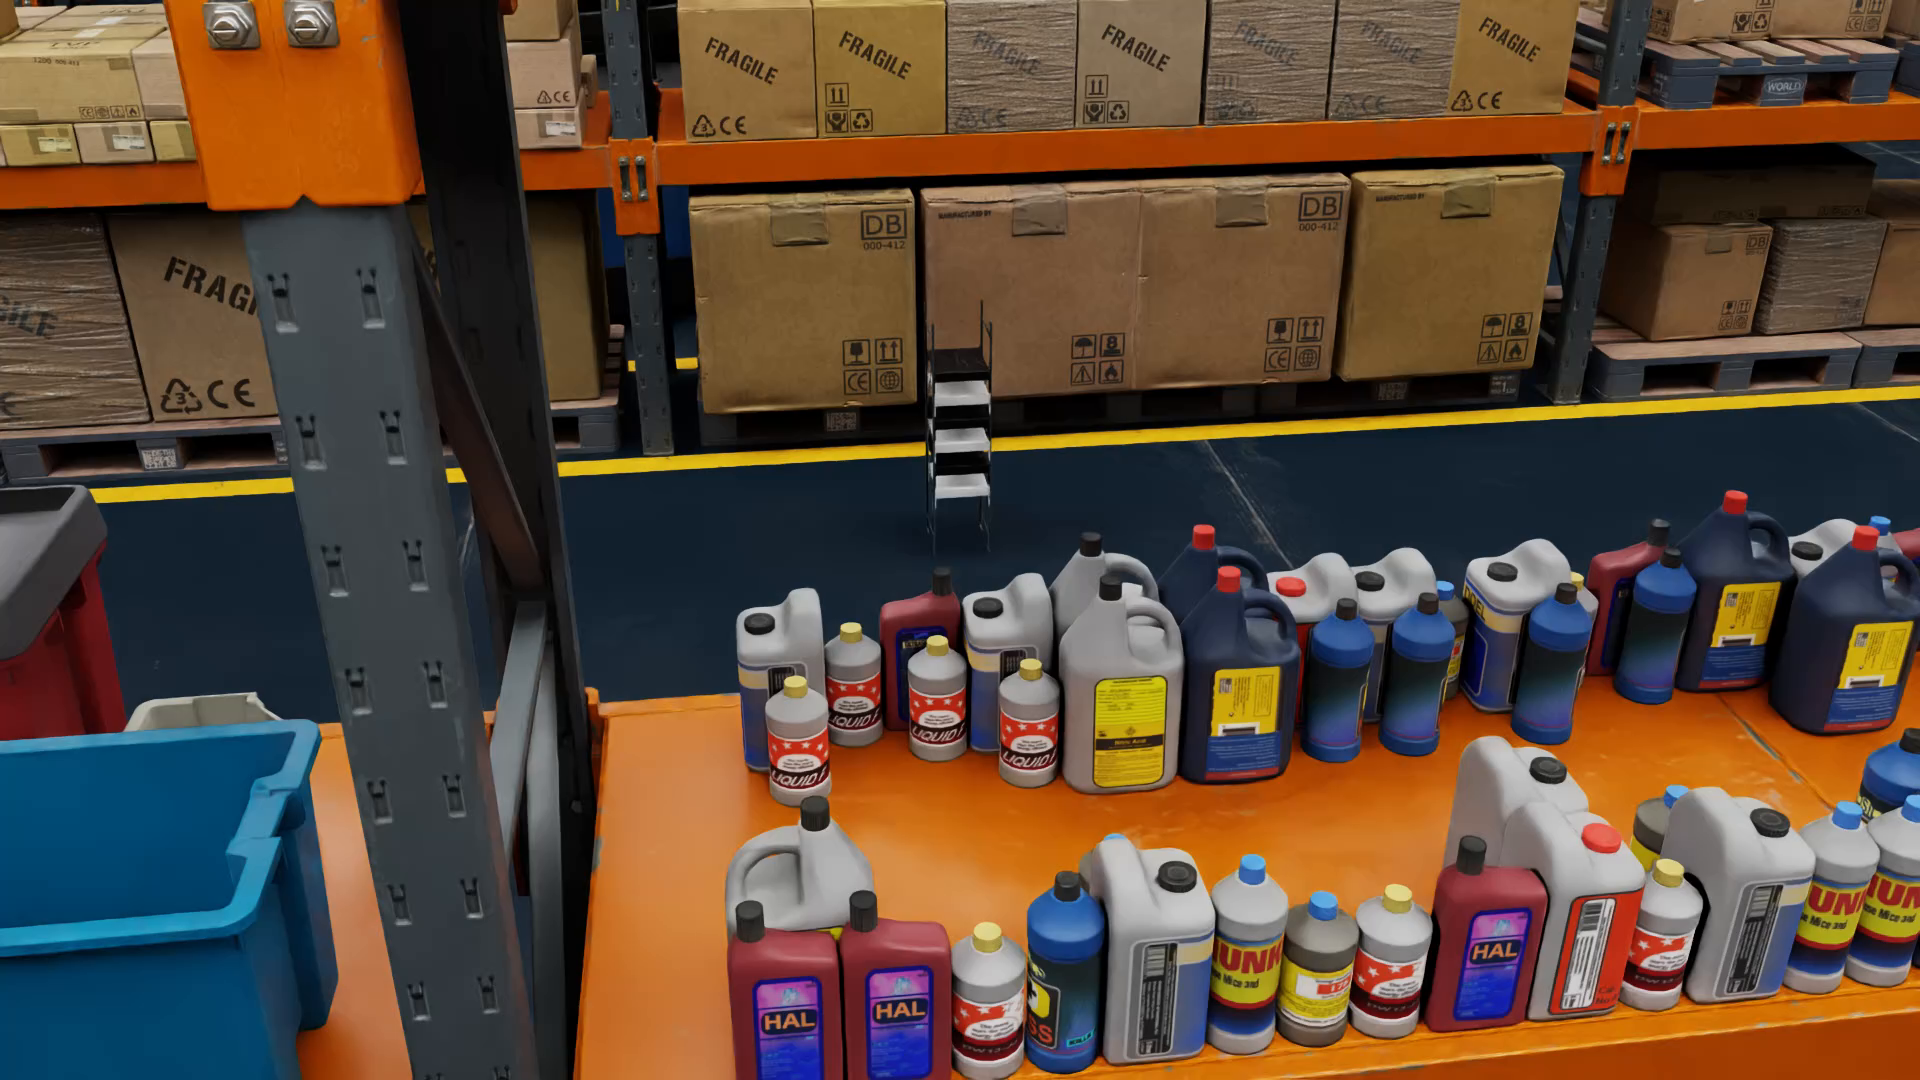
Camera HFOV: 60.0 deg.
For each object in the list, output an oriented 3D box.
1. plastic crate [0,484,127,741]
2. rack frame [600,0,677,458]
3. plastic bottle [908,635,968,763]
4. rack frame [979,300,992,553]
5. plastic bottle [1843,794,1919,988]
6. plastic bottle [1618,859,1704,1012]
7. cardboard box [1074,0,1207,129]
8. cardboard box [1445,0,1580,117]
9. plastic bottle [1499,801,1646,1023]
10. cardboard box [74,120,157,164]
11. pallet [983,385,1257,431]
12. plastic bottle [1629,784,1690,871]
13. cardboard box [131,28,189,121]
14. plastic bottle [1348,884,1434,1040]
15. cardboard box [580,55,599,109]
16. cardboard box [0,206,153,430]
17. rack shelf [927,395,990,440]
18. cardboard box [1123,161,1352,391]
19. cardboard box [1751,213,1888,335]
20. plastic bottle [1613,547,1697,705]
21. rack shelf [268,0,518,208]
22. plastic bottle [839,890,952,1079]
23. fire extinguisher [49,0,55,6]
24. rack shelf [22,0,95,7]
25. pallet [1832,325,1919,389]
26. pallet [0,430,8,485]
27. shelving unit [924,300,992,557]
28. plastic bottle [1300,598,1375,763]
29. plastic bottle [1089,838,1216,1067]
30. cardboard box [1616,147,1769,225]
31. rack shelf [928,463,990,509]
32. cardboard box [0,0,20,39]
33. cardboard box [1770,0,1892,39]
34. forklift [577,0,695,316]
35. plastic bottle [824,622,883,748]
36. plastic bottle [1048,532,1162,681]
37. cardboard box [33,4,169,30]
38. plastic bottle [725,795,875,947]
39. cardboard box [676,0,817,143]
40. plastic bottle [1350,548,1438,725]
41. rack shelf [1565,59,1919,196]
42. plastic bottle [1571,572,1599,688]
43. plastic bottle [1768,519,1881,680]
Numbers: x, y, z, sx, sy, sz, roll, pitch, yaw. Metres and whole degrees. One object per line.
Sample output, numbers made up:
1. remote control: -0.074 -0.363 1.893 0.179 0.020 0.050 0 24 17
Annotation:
1. plastic crate: -1.552 0.222 2.397 0.583 0.464 0.402 -4 27 -7
2. rack frame: -1.323 -1.906 6.678 0.127 3.000 1.000 -4 27 -7
3. plastic bottle: -0.036 0.250 2.695 0.097 0.201 0.097 0 27 0
4. rack frame: 0.093 -0.406 6.056 0.006 0.900 0.240 -4 27 -7
5. plastic bottle: 1.240 0.459 2.212 0.097 0.271 0.097 0 27 0
6. plastic bottle: 0.914 0.511 2.187 0.097 0.201 0.097 0 27 0
7. cardboard box: 0.672 -1.966 6.686 0.500 0.500 0.500 -3 27 -6
8. cardboard box: 2.184 -2.061 6.872 0.500 0.500 0.500 -3 27 -6
9. plastic bottle: 0.796 0.472 2.179 0.135 0.276 0.152 -4 27 -7
10. cardboard box: -3.104 -1.529 6.219 0.250 0.149 0.380 -3 27 -6
11. pallet: 0.642 -0.827 7.631 1.213 0.211 1.003 -4 27 -7
12. plastic bottle: 0.990 0.436 2.333 0.097 0.201 0.097 0 27 0
13. cardboard box: -2.741 -1.758 6.229 0.500 0.250 0.500 -3 27 -6
14. plastic bottle: 0.553 0.534 2.141 0.097 0.201 0.097 0 27 0
15. cardboard box: -1.662 -1.926 6.992 0.250 0.149 0.380 -4 27 -7
16. cardboard box: -3.760 -1.028 6.834 0.875 0.875 0.875 -4 27 -7
17. rack shelf: -0.008 -0.450 6.018 0.200 0.077 0.258 -4 27 -7
18. cardboard box: 1.068 -1.314 7.392 0.875 0.875 1.225 -4 27 -7
19. cardboard box: 3.846 -1.336 7.825 0.500 0.500 0.700 -6 28 -11
20. plastic bottle: 1.188 0.140 2.832 0.097 0.271 0.097 0 27 0
21. rack shelf: 1.348 -0.808 2.042 4.000 0.370 1.077 -4 27 -7
22. plastic bottle: -0.078 0.546 2.027 0.133 0.283 0.061 -4 27 -7
23. fire extinguisher: -6.188 -3.892 11.043 0.183 0.674 0.296 -4 27 -7
24. rack shelf: -3.894 -3.707 10.977 4.000 0.370 1.077 -4 27 -7
25. pallet: 4.618 -1.045 8.055 1.213 0.211 1.003 -4 27 -7
26. pallet: -4.503 -0.497 6.987 1.213 0.211 1.003 -4 27 -7
27. shelving unit: -0.008 -0.400 6.044 0.210 0.900 0.258 -4 27 -7
28. plastic bottle: 0.610 0.219 2.678 0.097 0.271 0.097 0 27 0
29. plastic bottle: 0.241 0.508 2.110 0.135 0.276 0.152 -4 27 -7
30. cardboard box: 3.298 -1.634 7.583 0.500 0.250 0.500 -3 27 -5
31. rack shelf: -0.008 -0.210 6.141 0.200 0.077 0.258 -4 27 -7
32. cardboard box: -3.763 -2.027 5.931 0.500 0.500 0.500 -4 27 -9
33. cardboard box: 3.706 -2.525 7.315 0.500 0.500 0.700 0 27 1
34. forklift: -2.102 -3.054 8.991 1.130 2.935 3.031 -14 30 -25
35. plastic bottle: -0.176 0.231 2.732 0.097 0.201 0.097 0 27 0
36. plastic bottle: 0.232 0.149 2.728 0.185 0.351 0.144 -4 27 -7
37. cardboard box: -3.319 -1.967 6.637 0.500 0.250 0.500 -4 27 -7
38. plastic bottle: -0.199 0.477 2.089 0.185 0.351 0.144 -4 27 -7
39. cardboard box: -0.832 -1.866 6.492 0.500 0.500 0.500 -4 27 -7
40. plastic bottle: 0.707 0.153 2.801 0.135 0.276 0.152 -4 27 -7
41. rack shelf: 4.619 -1.967 7.586 4.000 0.370 1.077 -4 27 -7
42. plastic bottle: 1.048 0.152 2.885 0.097 0.201 0.097 0 27 0
43. plastic bottle: 1.481 0.104 2.898 0.135 0.276 0.152 -4 27 -7
